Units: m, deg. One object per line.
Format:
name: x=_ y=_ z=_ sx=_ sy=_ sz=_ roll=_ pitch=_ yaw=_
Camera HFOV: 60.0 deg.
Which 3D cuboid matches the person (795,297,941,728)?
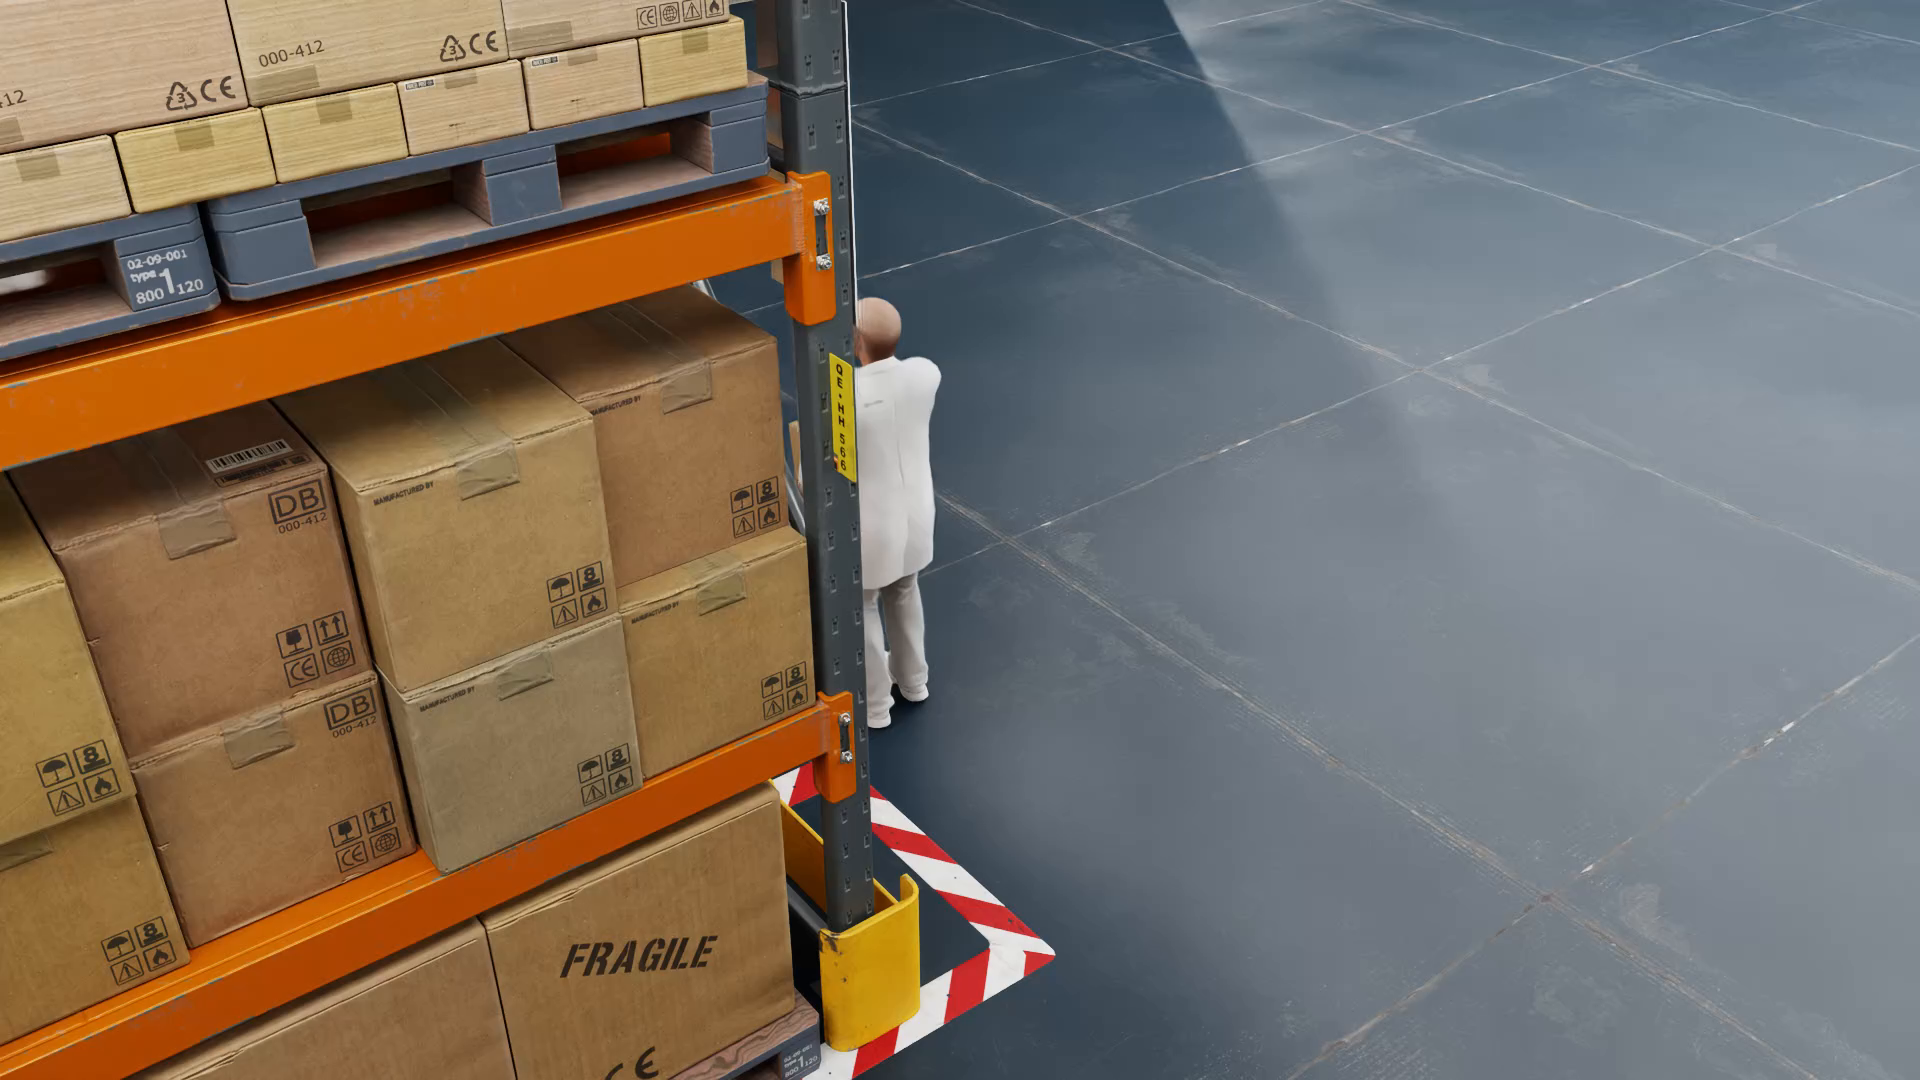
person: x=-0.367 y=-0.098 z=6.401 sx=0.523 sy=1.686 sz=0.551 roll=-23 pitch=39 yaw=-32
